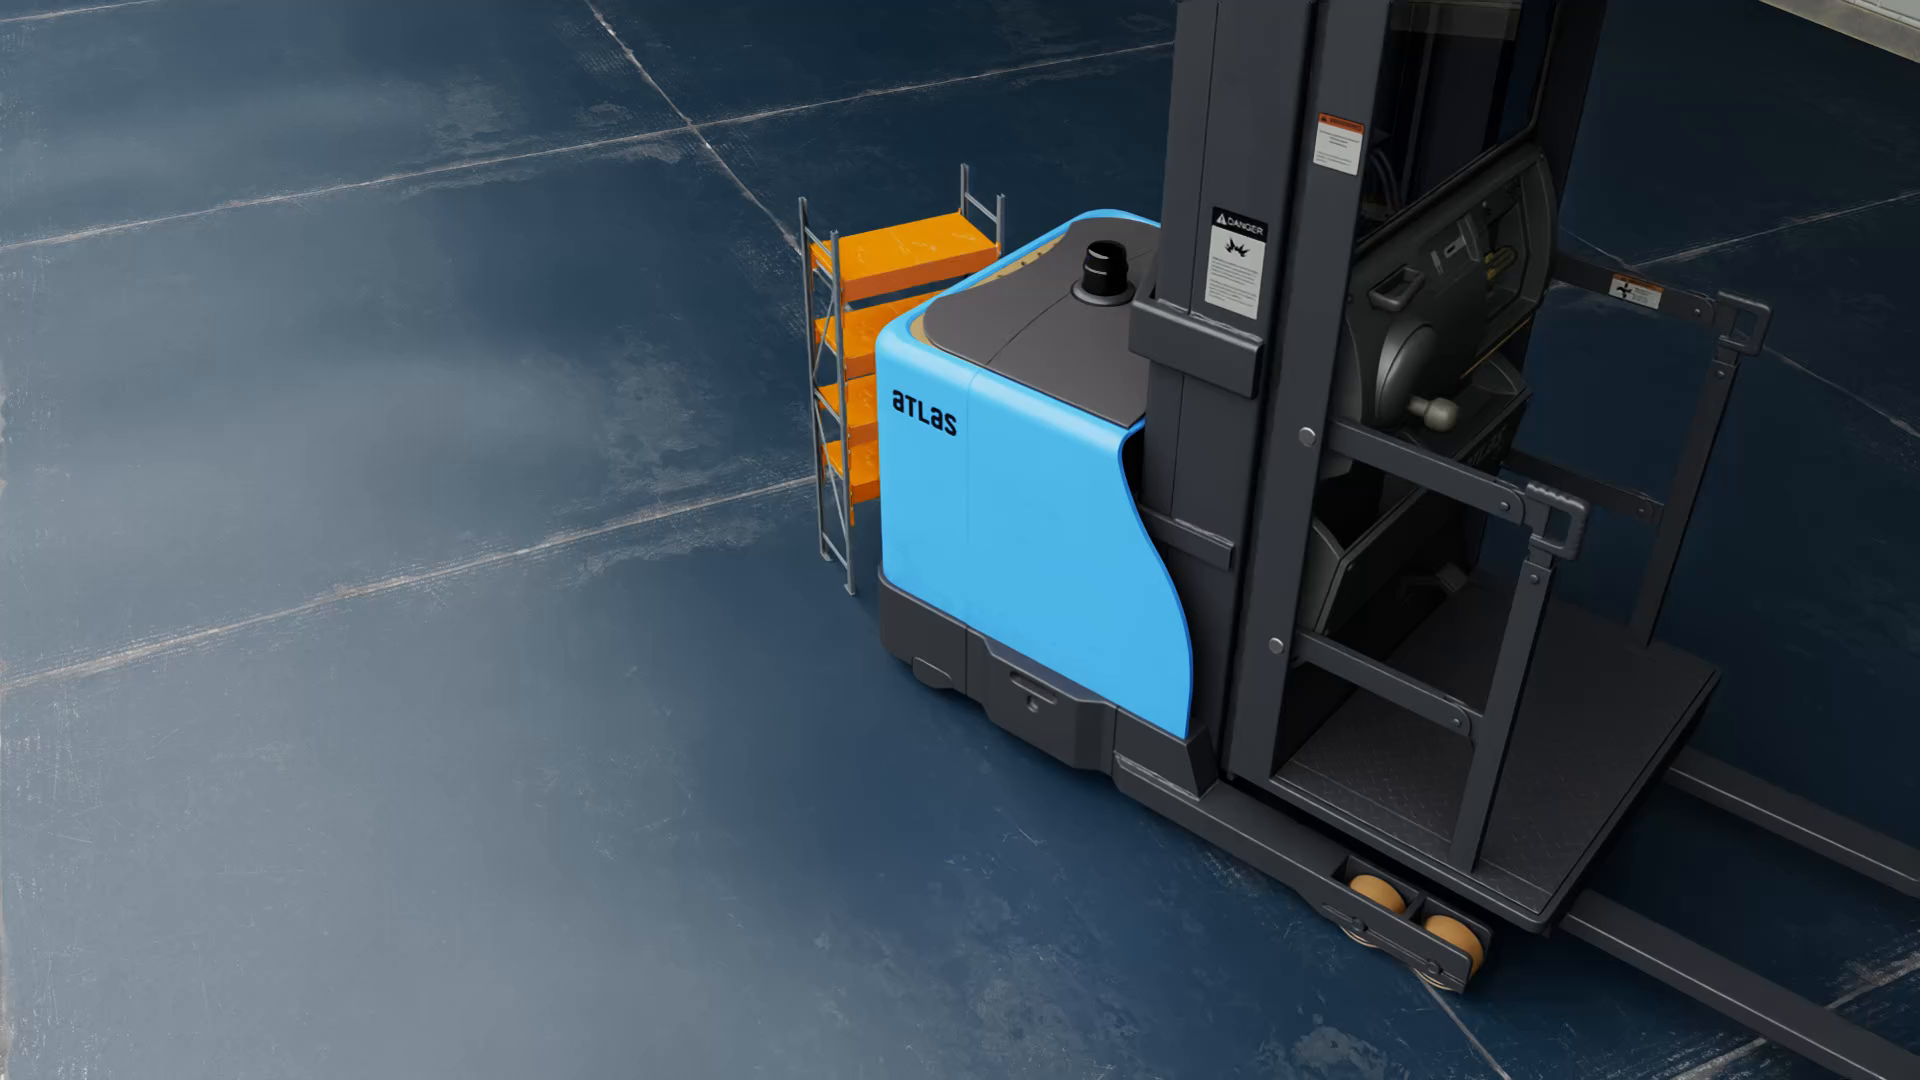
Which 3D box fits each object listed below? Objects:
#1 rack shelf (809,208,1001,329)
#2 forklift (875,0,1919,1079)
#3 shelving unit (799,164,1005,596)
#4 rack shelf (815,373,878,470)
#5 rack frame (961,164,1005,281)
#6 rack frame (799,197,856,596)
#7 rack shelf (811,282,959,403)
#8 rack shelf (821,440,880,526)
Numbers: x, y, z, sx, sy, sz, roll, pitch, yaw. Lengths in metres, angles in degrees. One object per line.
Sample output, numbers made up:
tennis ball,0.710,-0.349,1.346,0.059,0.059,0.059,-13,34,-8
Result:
rack shelf,-0.157,-0.757,4.604,0.480,0.148,0.258,-17,40,-21
forklift,1.224,-0.498,3.461,3.031,2.935,1.130,27,44,31
shelving unit,-0.157,-0.442,4.839,0.503,1.200,0.258,-17,40,-21
rack shelf,-0.157,-0.389,4.879,0.480,0.148,0.258,-17,40,-21
rack frame,0.061,-0.507,4.926,0.015,1.200,0.240,-17,40,-21
rack frame,-0.375,-0.377,4.751,0.015,1.200,0.240,-17,40,-21
rack shelf,-0.157,-0.568,4.745,0.480,0.148,0.258,-17,40,-21
rack shelf,-0.158,-0.229,4.998,0.480,0.148,0.258,-17,40,-21
